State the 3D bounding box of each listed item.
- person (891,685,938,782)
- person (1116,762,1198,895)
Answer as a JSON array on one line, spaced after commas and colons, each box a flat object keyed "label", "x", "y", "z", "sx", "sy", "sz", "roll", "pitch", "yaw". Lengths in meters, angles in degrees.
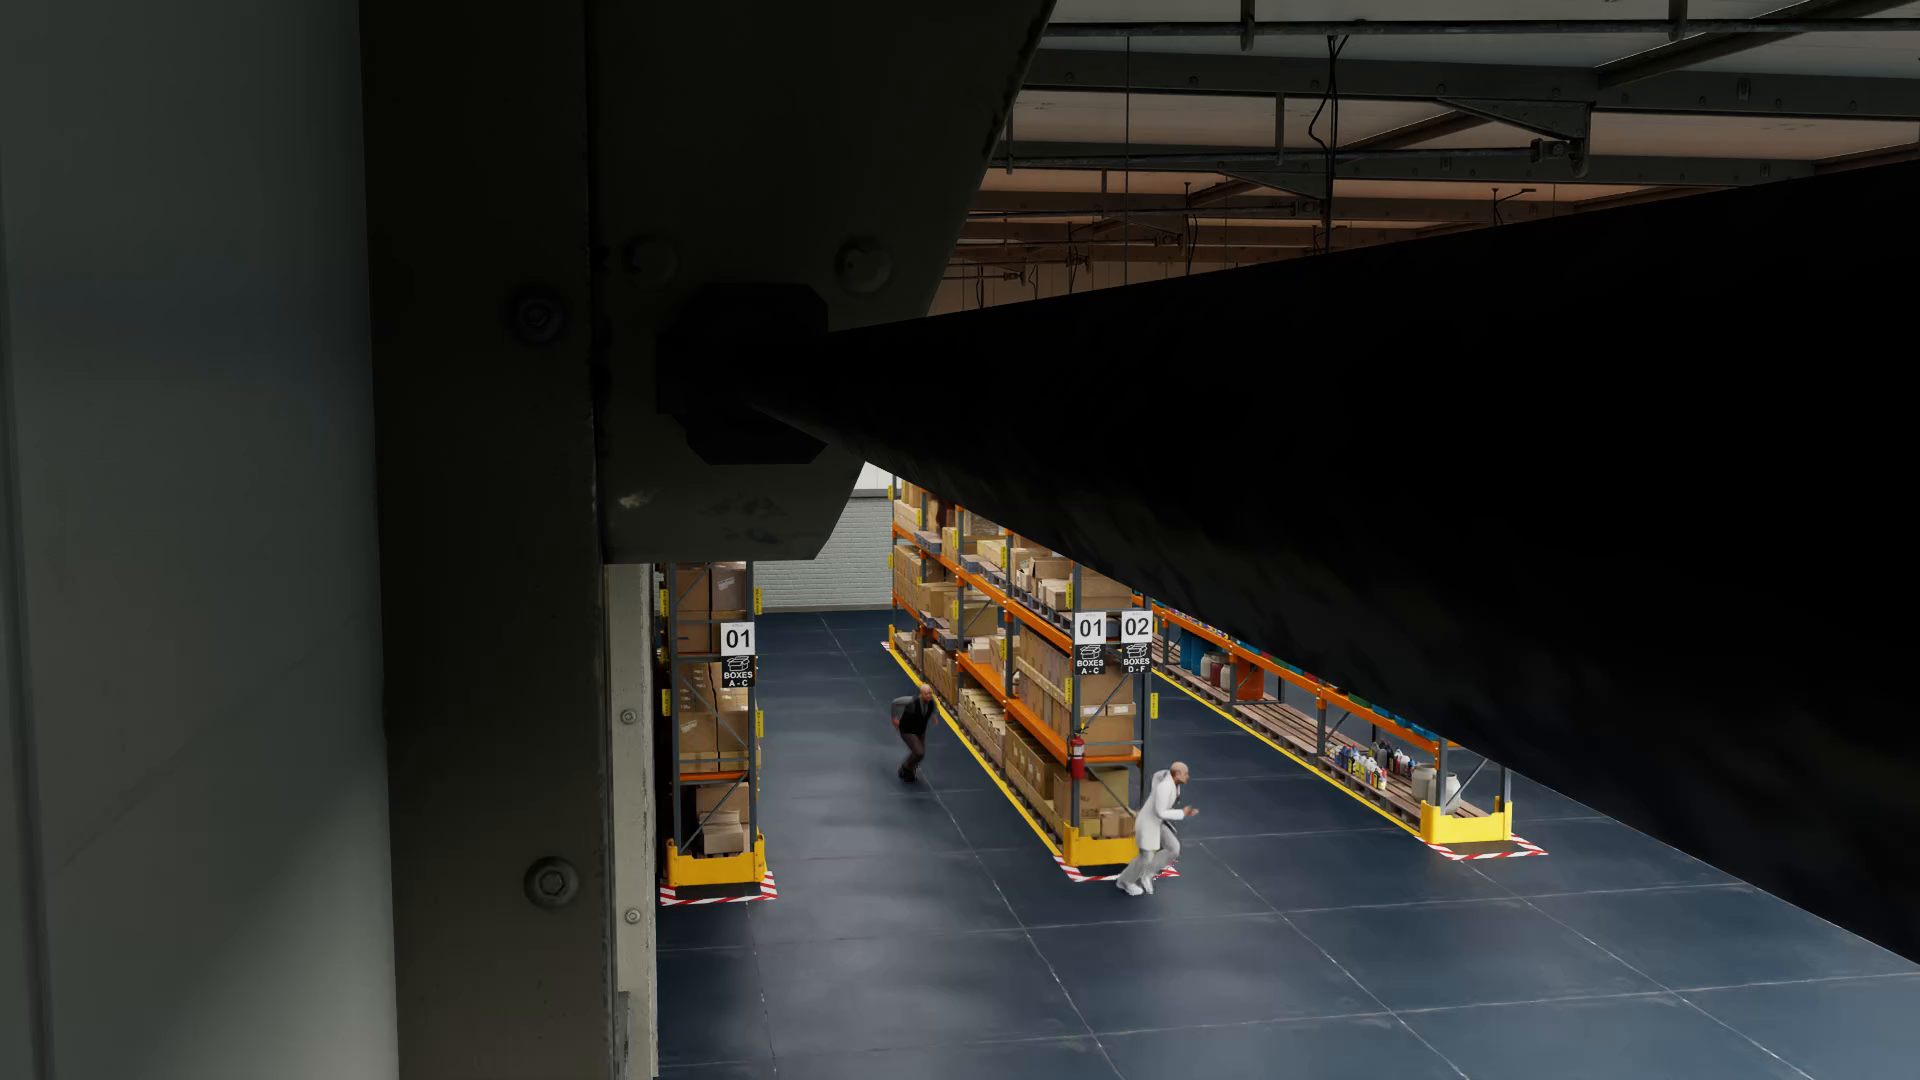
[{"label": "person", "x": -0.682, "y": 2.882, "z": 24.727, "sx": 0.688, "sy": 1.545, "sz": 0.917, "roll": -4, "pitch": 8, "yaw": -35}, {"label": "person", "x": 2.344, "y": 3.394, "z": 19.668, "sx": 1.004, "sy": 1.627, "sz": 0.743, "roll": 2, "pitch": 7, "yaw": 22}]
